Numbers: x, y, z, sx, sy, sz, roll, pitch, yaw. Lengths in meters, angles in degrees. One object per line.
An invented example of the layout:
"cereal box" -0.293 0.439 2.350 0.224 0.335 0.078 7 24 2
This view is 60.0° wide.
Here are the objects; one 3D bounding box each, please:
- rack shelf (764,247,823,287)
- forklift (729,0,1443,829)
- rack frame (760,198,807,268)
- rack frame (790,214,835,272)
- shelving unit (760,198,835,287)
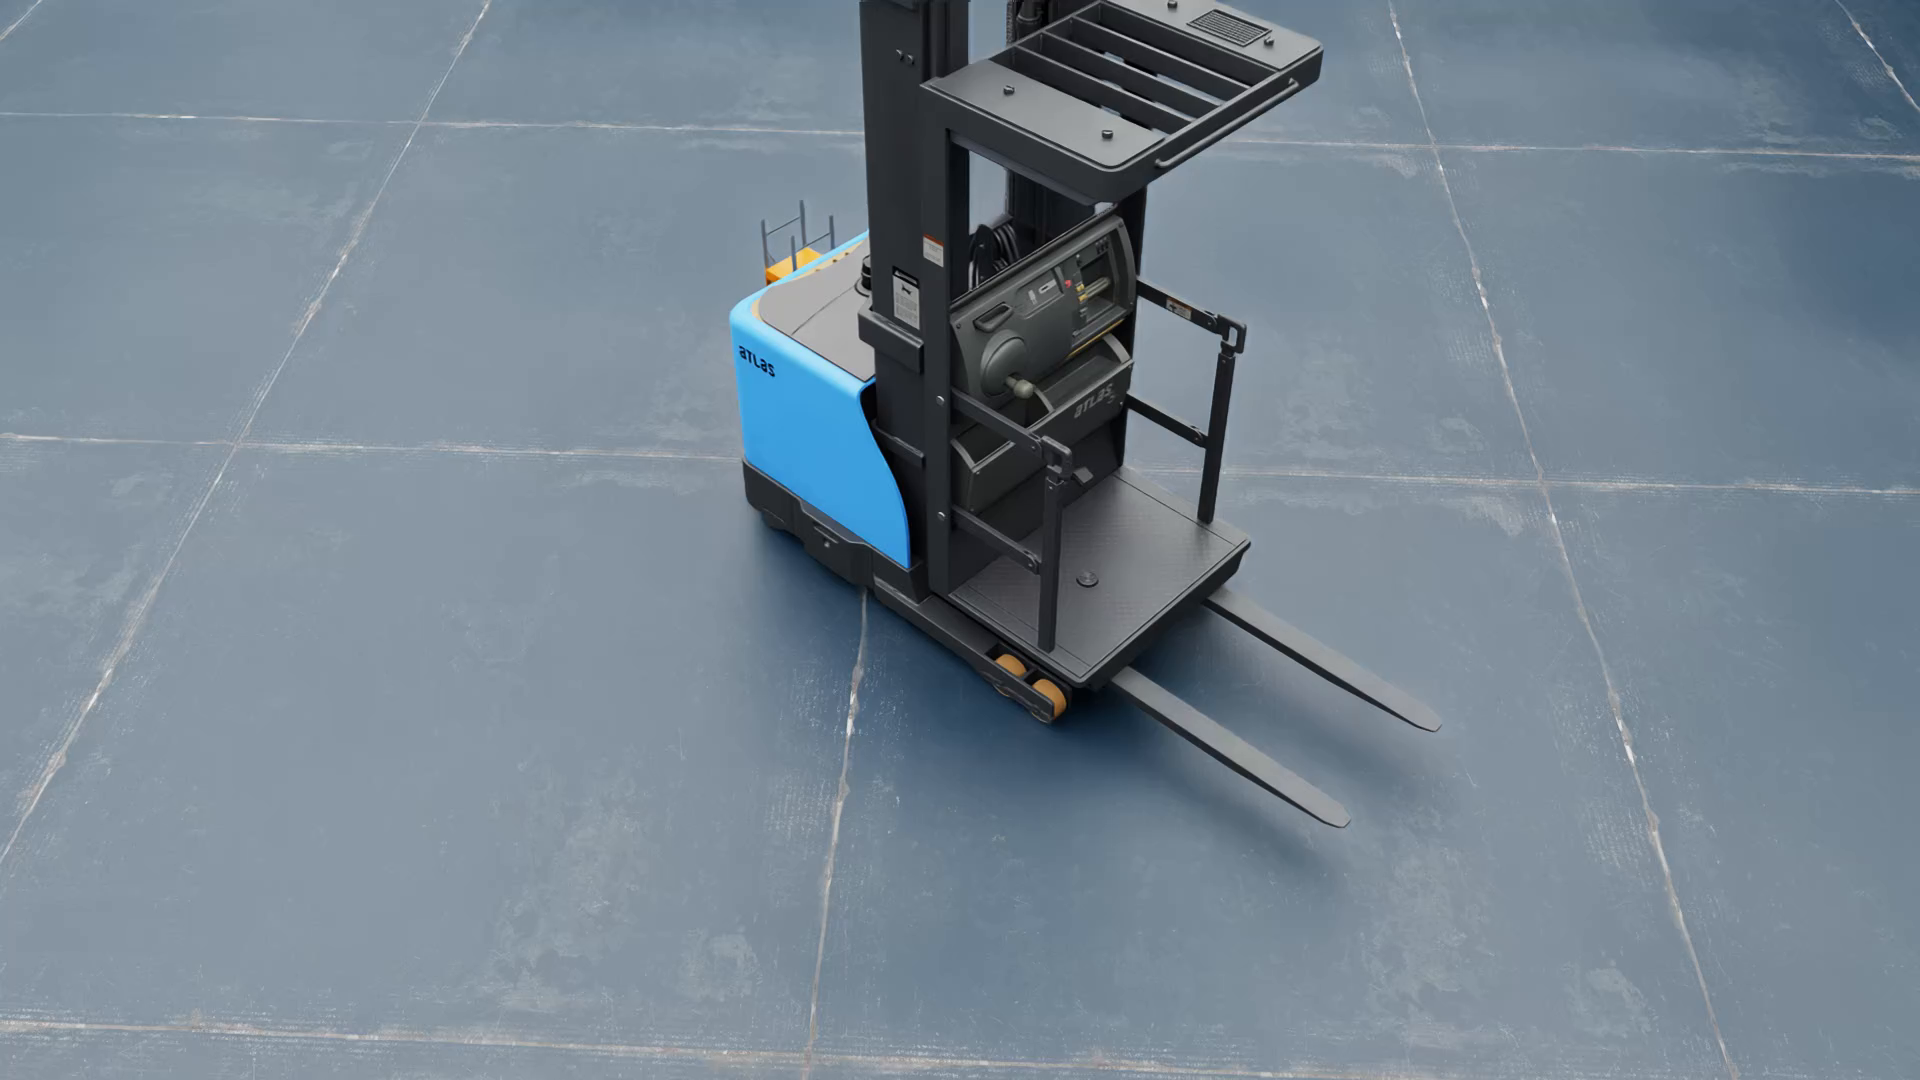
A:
"rack shelf" -0.681 -1.137 7.127 0.180 0.103 0.258 33 52 30
"forklift" 0.471 -0.770 5.926 3.031 2.935 1.130 33 52 30
"rack frame" -0.747 -0.949 7.388 0.006 1.200 0.240 33 52 30
"rack frame" -0.614 -0.863 7.296 0.006 1.200 0.240 33 52 30
"shelving unit" -0.681 -0.906 7.342 0.189 1.200 0.258 33 52 30
